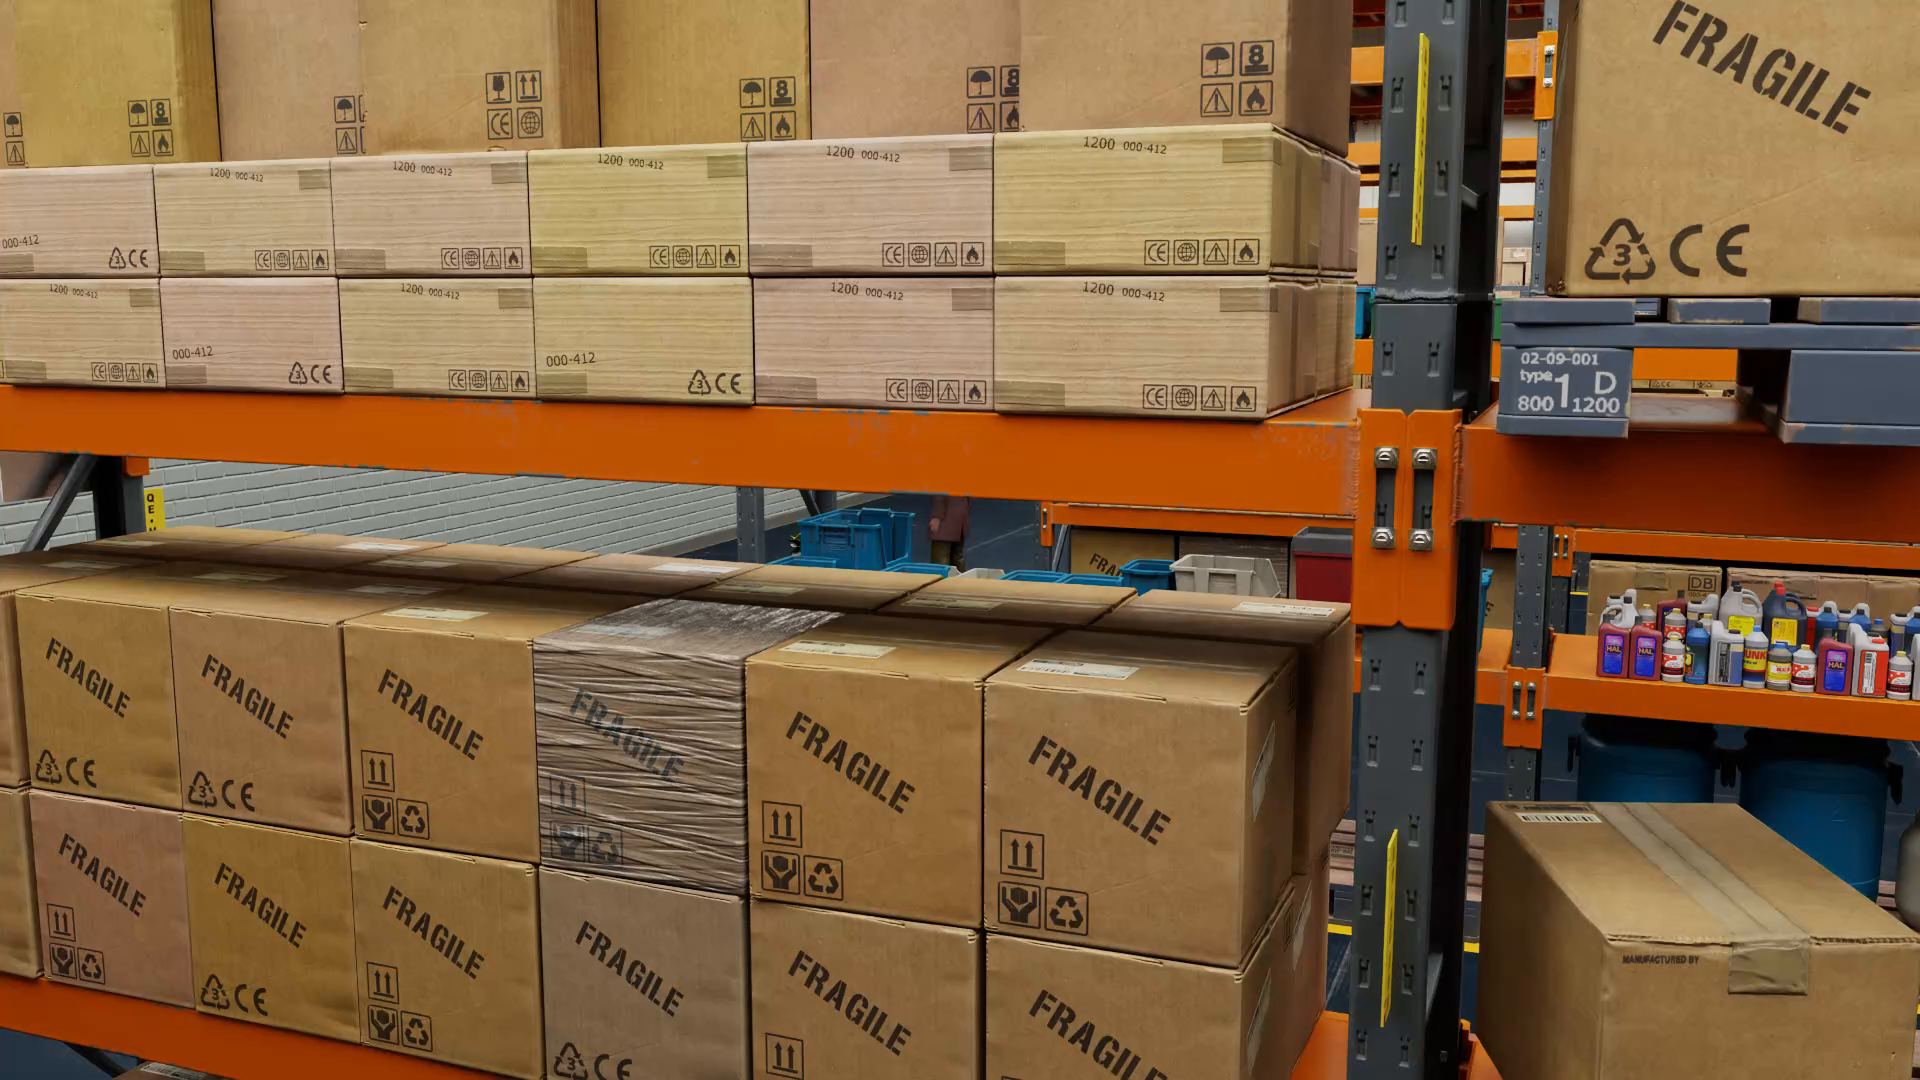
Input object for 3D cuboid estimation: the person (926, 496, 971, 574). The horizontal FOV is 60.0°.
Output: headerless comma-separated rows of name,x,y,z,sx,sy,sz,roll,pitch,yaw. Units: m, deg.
person,-0.136,-0.222,15.877,0.410,1.796,0.624,4,10,26
